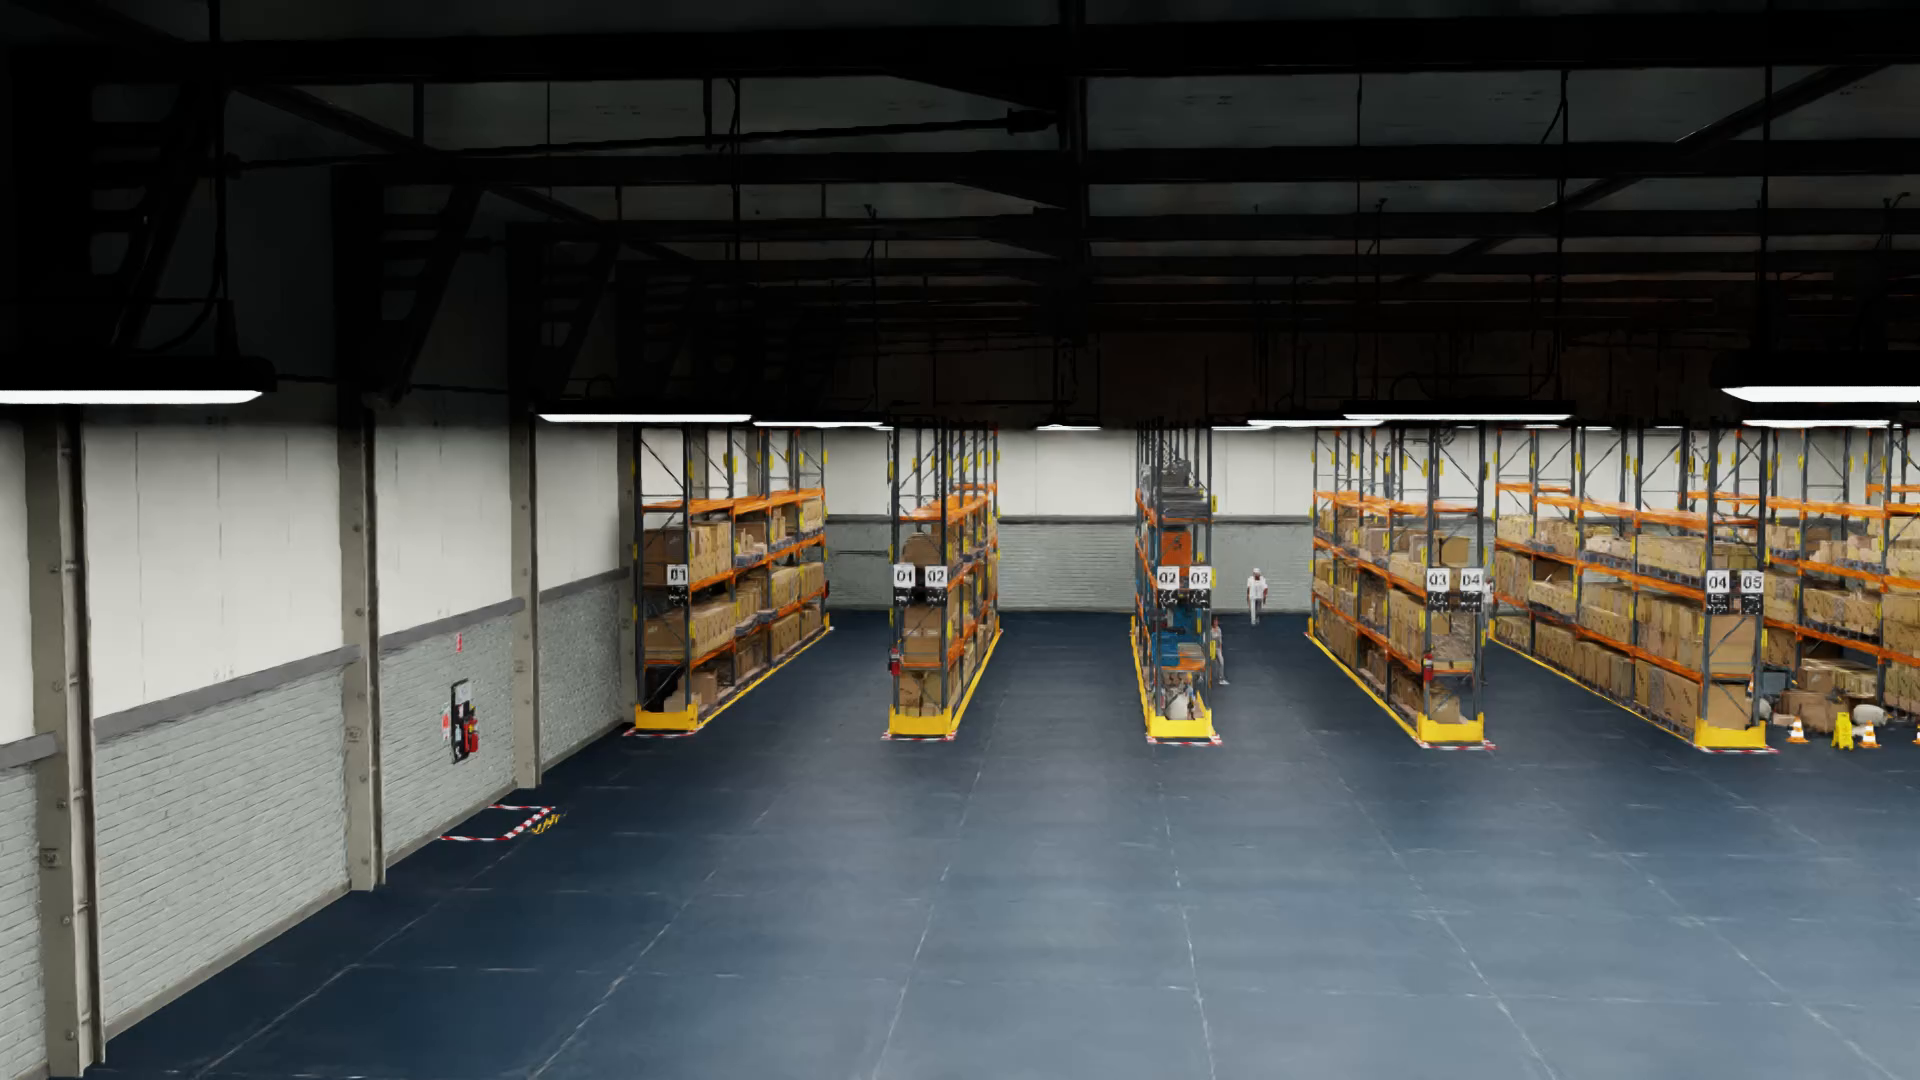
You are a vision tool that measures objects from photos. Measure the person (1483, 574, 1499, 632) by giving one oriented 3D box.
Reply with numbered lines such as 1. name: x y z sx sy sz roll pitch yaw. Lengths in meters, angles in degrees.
1. person: 15.245 1.789 47.652 0.514 1.663 0.554 3 5 42

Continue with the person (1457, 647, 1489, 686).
1. person: 11.499 2.407 37.401 0.580 1.715 1.104 0 4 -4

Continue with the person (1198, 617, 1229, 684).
1. person: 5.719 2.483 37.722 0.548 1.524 0.782 -1 4 -13

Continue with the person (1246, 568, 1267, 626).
1. person: 8.771 1.664 49.103 0.575 1.689 1.128 0 4 2
